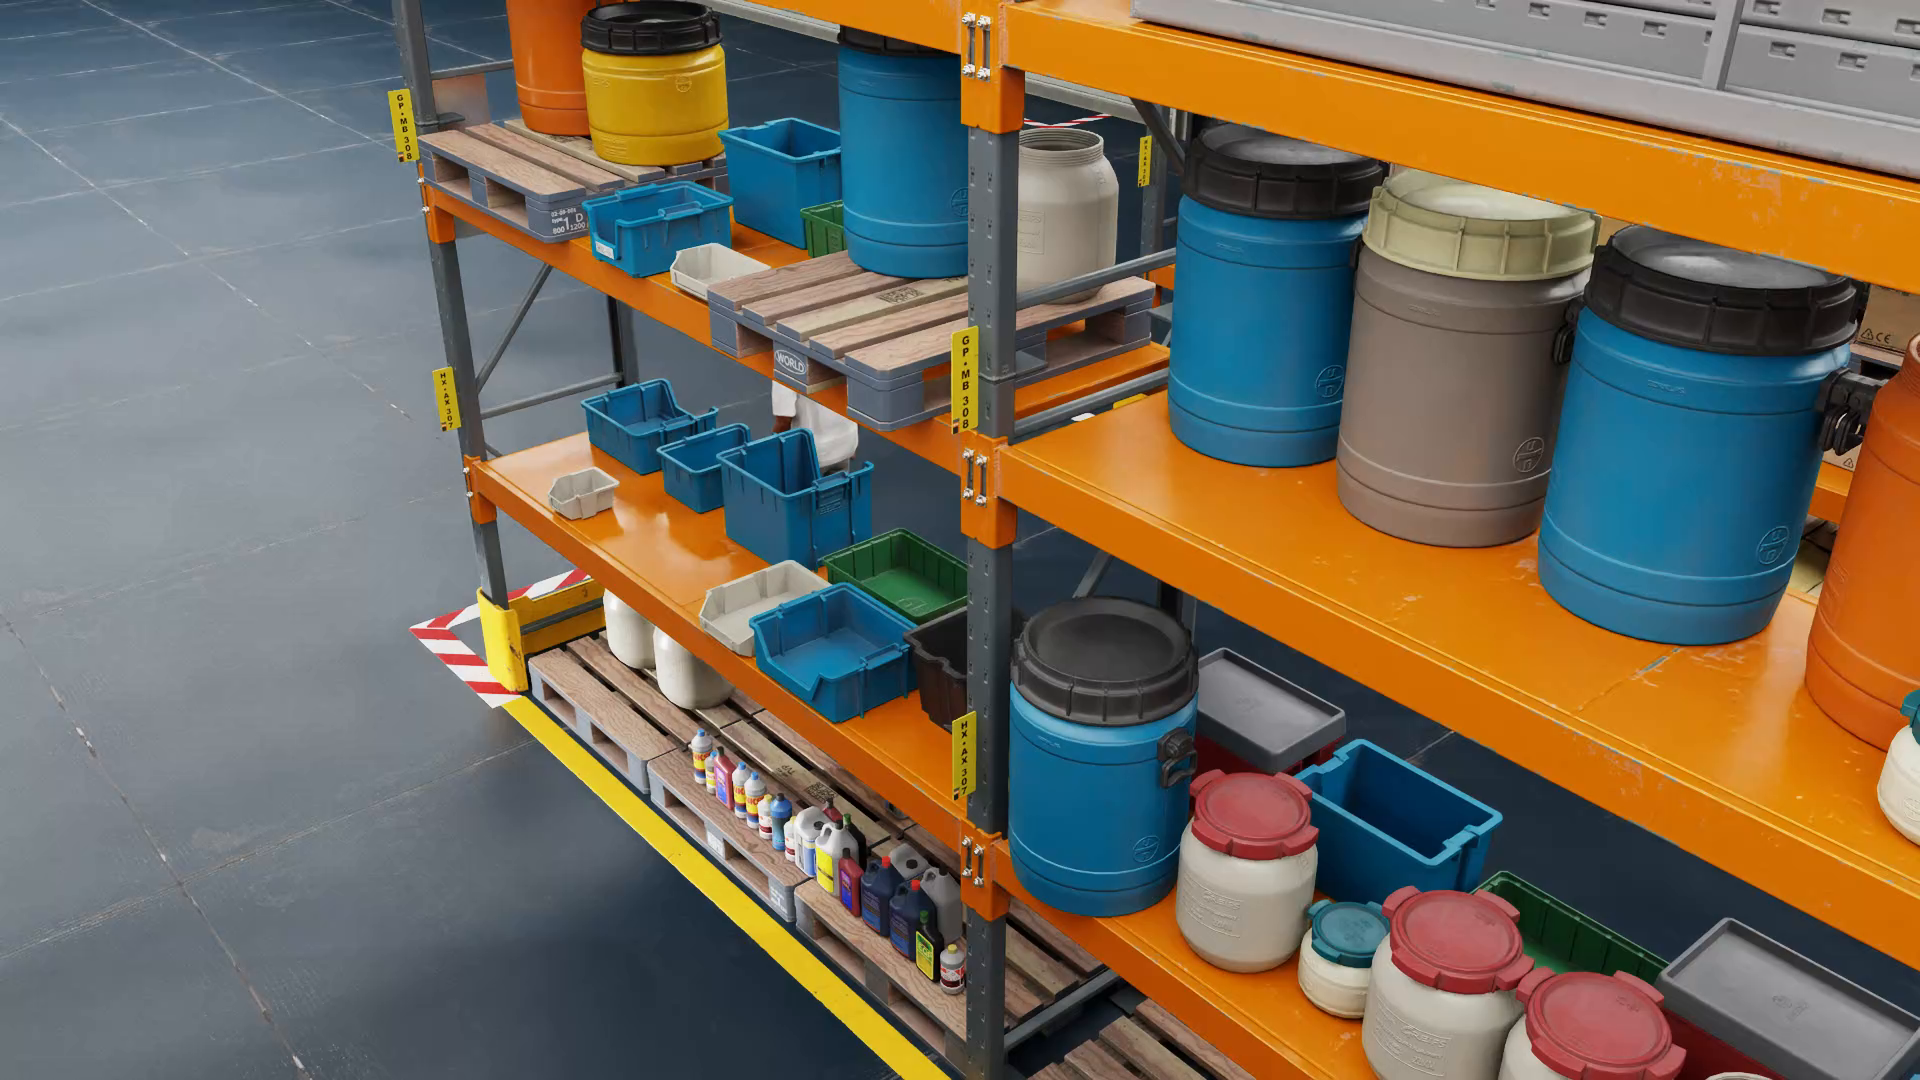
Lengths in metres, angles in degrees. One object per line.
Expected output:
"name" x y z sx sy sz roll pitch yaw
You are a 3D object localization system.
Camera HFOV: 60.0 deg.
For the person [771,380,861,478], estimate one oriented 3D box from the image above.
"person" -0.829 -0.540 9.617 0.628 1.761 0.456 -21 35 -35
